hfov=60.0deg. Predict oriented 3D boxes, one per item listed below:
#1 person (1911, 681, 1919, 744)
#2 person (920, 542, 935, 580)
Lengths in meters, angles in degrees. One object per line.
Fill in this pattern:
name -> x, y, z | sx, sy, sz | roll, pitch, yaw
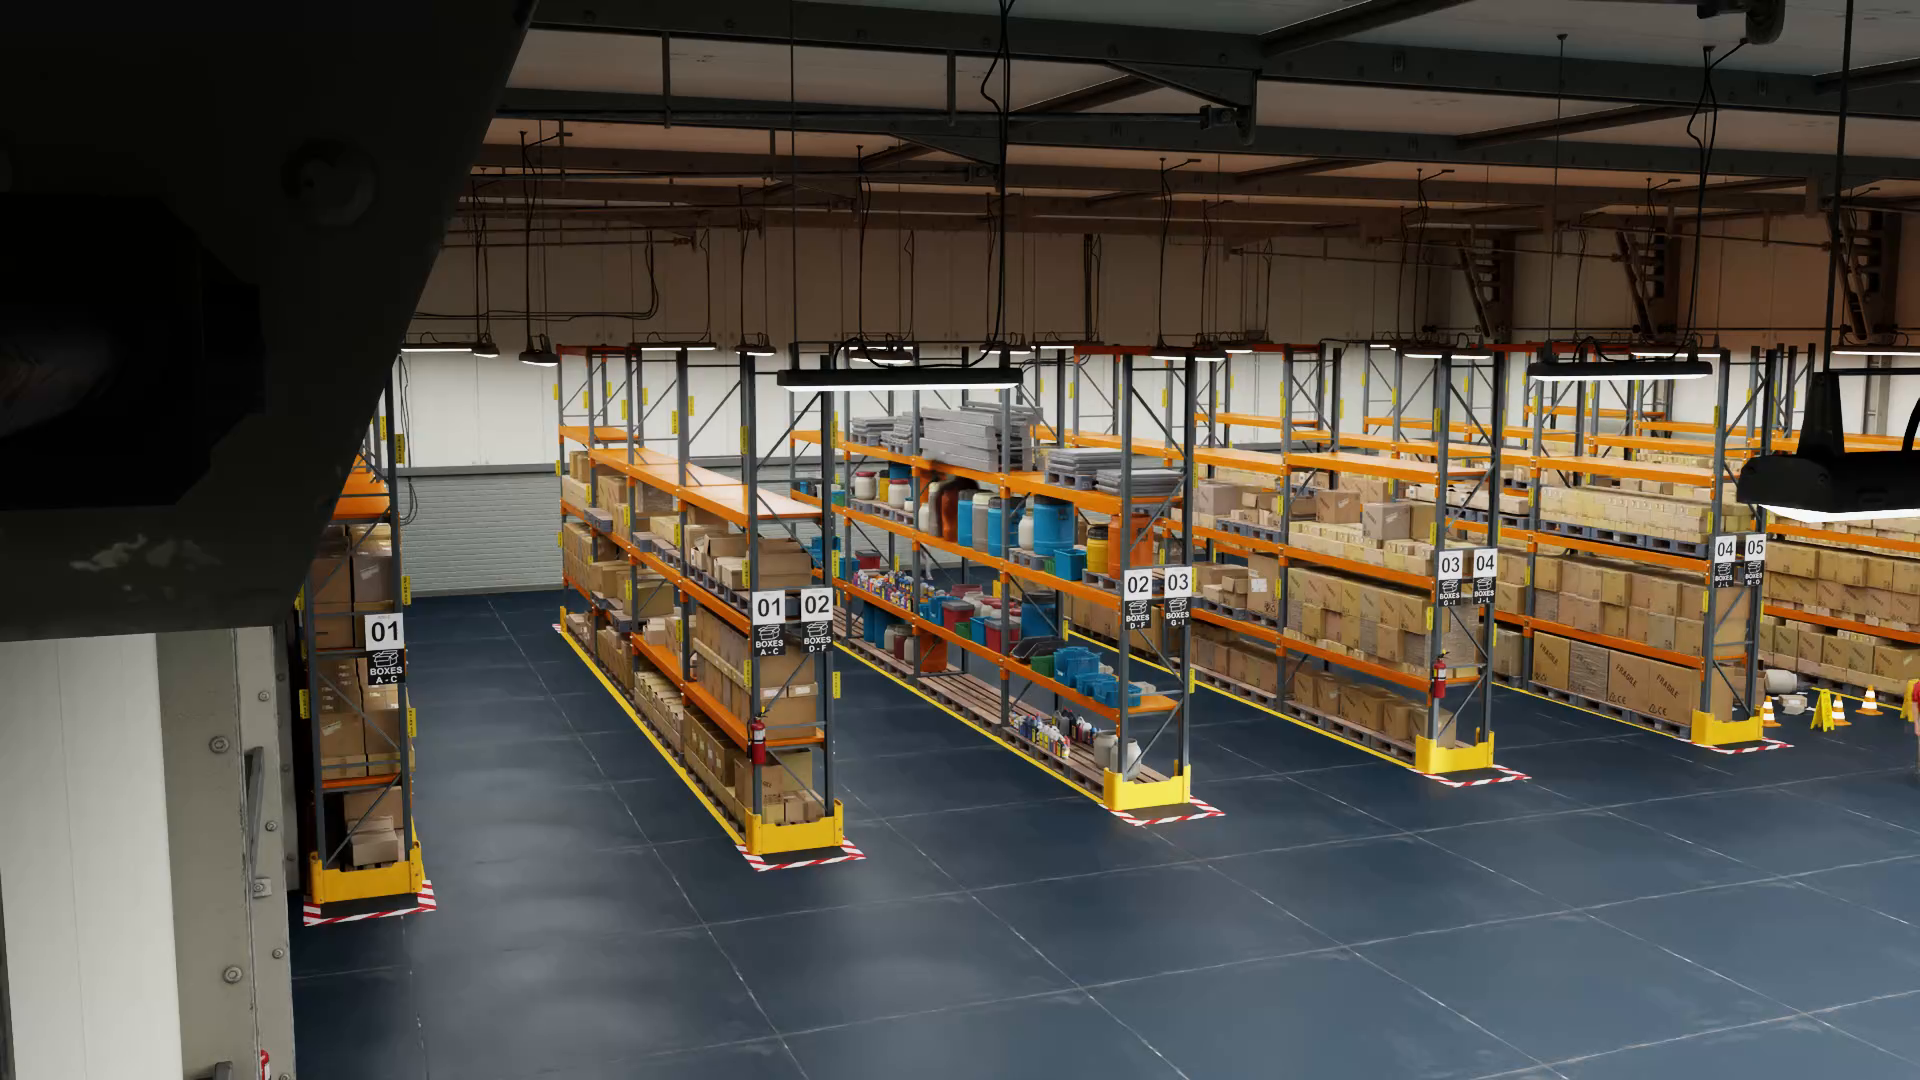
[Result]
person -> 13.453, 2.586, 22.932 | 0.617, 1.780, 0.391 | 3, 8, 23
person -> -0.924, 0.187, 42.023 | 0.471, 1.700, 0.533 | -5, 9, -37
